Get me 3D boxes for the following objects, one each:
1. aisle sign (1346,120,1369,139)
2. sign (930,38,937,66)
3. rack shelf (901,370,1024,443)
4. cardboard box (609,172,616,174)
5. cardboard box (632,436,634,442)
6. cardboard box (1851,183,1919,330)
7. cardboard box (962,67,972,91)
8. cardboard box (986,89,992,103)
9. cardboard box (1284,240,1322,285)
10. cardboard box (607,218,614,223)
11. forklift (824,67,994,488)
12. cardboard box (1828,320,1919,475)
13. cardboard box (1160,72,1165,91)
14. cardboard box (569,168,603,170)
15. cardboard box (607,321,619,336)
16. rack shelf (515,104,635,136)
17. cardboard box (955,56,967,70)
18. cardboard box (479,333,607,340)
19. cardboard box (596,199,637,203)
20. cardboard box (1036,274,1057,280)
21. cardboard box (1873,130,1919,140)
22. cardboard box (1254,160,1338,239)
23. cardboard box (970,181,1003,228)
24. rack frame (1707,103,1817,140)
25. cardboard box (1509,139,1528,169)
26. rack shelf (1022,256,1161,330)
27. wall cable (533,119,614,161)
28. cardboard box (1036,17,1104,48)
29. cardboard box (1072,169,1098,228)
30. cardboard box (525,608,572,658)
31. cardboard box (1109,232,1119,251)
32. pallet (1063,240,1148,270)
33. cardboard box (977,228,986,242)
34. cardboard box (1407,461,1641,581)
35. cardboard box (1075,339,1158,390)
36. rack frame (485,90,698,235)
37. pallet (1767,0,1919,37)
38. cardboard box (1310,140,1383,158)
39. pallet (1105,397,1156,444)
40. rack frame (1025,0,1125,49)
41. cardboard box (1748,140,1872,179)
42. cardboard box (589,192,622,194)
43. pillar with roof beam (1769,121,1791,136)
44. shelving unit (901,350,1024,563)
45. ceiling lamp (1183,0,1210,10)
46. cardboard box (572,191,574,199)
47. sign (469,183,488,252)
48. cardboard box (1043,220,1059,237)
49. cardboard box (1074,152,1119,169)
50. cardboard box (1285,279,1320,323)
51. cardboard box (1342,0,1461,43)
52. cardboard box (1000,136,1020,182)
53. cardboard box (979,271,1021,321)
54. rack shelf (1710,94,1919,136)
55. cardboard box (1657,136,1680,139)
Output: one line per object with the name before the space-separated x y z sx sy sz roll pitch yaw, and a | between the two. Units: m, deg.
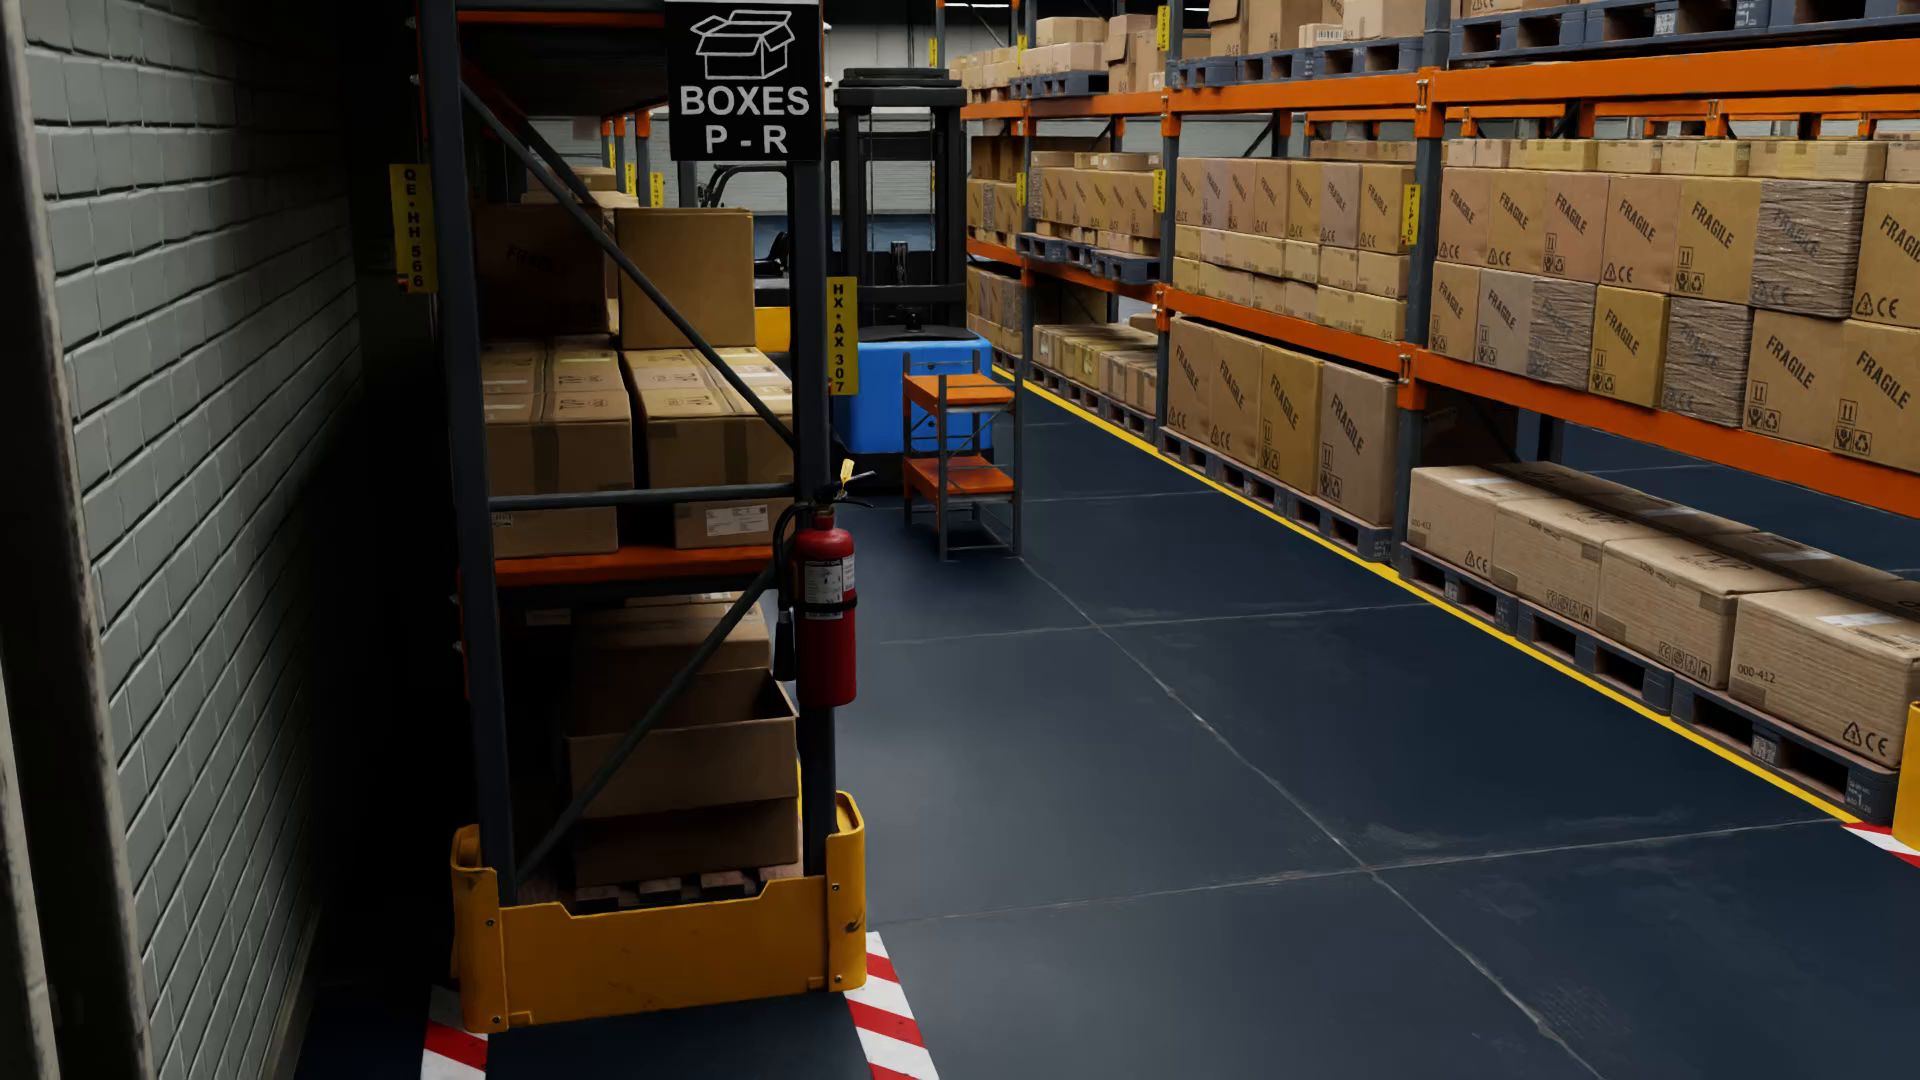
aisle sign | 5.270 -5.674 21.856 0.394 0.787 0.004 -3 14 -13
sign | -0.320 -5.931 20.220 0.100 0.325 0.005 -3 14 -13
rack shelf | 0.002 -0.829 10.218 0.538 0.278 1.000 -3 14 -13
cardboard box | -3.642 -3.656 16.867 0.380 0.149 0.250 -3 14 -12
cardboard box | -1.133 -0.495 6.662 0.380 0.149 0.250 -3 14 -13
cardboard box | 3.620 -1.020 5.966 0.500 0.500 0.500 -3 14 -11
cardboard box | 0.321 -5.243 18.935 0.500 0.250 0.500 -3 14 -12
cardboard box | 0.506 -4.909 18.411 0.380 0.149 0.250 -3 14 -14
cardboard box | 2.434 -1.803 10.750 0.500 0.250 0.500 -3 14 -12
cardboard box | -1.816 -1.530 9.272 0.700 0.500 0.500 -3 14 -13
forklift | -0.539 -2.096 12.832 1.130 2.935 3.031 -3 14 -10
cardboard box | 3.594 -0.533 6.079 0.500 0.500 0.500 -3 14 -13
cardboard box | 1.808 -3.630 13.173 0.380 0.149 0.250 -3 14 -13
cardboard box | -4.166 -4.063 18.535 0.380 0.149 0.250 -3 14 -13
cardboard box | -1.205 -0.771 6.951 0.500 0.250 0.500 -3 14 -14
rack shelf | -3.208 -3.525 13.732 1.077 0.370 4.000 -3 14 -13
cardboard box | 0.153 -5.528 19.262 0.380 0.149 0.250 -3 14 -13
cardboard box | -1.701 -0.741 6.830 0.500 0.250 0.500 -3 14 -12
cardboard box | -2.840 -2.707 13.610 0.380 0.149 0.250 -3 14 -12
cardboard box | 1.133 -2.663 18.336 0.500 0.500 0.500 -3 14 -11
cardboard box | 10.830 -4.013 18.385 1.000 1.000 1.000 -3 14 -13
cardboard box | 2.312 -2.290 11.162 0.500 0.500 0.500 -3 14 -12
cardboard box | 0.422 -3.794 18.799 0.500 0.500 0.500 -4 14 -14
rack frame | 6.874 -2.533 14.475 1.000 3.000 0.127 -3 14 -13
cardboard box | 3.024 -1.958 8.438 0.380 0.149 0.250 -3 14 -14
rack shelf | 1.616 -2.346 15.224 1.077 0.370 4.000 -3 14 -13
wall cable | -11.781 -12.671 49.873 3.097 2.526 0.112 -3 14 -13
cardboard box | 1.021 -4.716 15.468 0.500 0.250 0.500 -4 14 -14
cardboard box | 1.330 -3.081 14.996 0.500 0.500 0.500 -4 14 -15
cardboard box | -1.771 0.413 7.538 0.380 0.149 0.250 -3 14 -14
cardboard box | 1.493 -2.550 14.190 0.380 0.149 0.250 -4 14 -16
pallet | 1.581 -2.595 15.133 1.003 0.211 1.213 -3 14 -13
cardboard box | 0.407 -3.444 18.732 0.380 0.149 0.250 -3 14 -13
cardboard box | 3.069 -0.120 9.110 0.875 0.438 0.875 -3 14 -14
cardboard box | 1.609 -1.637 15.460 0.950 0.372 0.625 -3 14 -11
rack frame | -1.798 -1.033 8.337 1.000 3.000 0.127 -3 14 -13
pallet | 3.781 -1.973 6.048 1.003 0.211 1.213 -3 14 -13
cardboard box | 5.045 -4.888 21.524 0.875 0.550 0.550 -3 14 -13
pallet | 1.904 -1.060 14.319 1.003 0.211 1.213 -3 14 -13
rack frame | 1.147 -6.071 16.315 1.000 3.000 0.127 -3 14 -13
cardboard box | 3.449 -1.546 6.751 0.380 0.149 0.250 -3 14 -14
cardboard box | -3.303 -3.118 15.291 0.380 0.149 0.250 -3 14 -14
pillar with roof beam | 16.878 -12.173 41.294 9.100 9.000 0.400 -3 14 -13
shelving unit | 0.002 -0.545 10.287 0.538 1.125 1.048 -3 14 -13
ceiling lamp | 7.195 -16.440 46.459 2.000 3.185 0.800 -3 14 -13
cardboard box | -3.967 -3.744 17.854 0.380 0.149 0.250 -3 14 -14
sign | -2.337 -1.564 8.069 0.100 0.325 0.005 -3 14 -13
cardboard box | 1.020 -3.035 16.175 0.380 0.149 0.250 -3 14 -12
cardboard box | 1.269 -3.496 15.326 0.380 0.149 0.250 -2 14 -10
cardboard box | 2.457 -1.563 10.819 0.500 0.250 0.500 -4 14 -15
cardboard box | 2.615 -3.120 9.862 0.500 0.311 0.500 -3 14 -13
cardboard box | 0.853 -4.301 18.765 0.700 0.500 0.500 -3 14 -14
cardboard box | 0.505 -2.746 18.673 0.500 0.500 0.500 -3 14 -10
rack shelf | 7.344 -3.179 12.315 1.077 0.370 4.000 -3 14 -13
cardboard box | 9.704 -5.168 22.318 0.500 0.500 0.500 -3 14 -13
